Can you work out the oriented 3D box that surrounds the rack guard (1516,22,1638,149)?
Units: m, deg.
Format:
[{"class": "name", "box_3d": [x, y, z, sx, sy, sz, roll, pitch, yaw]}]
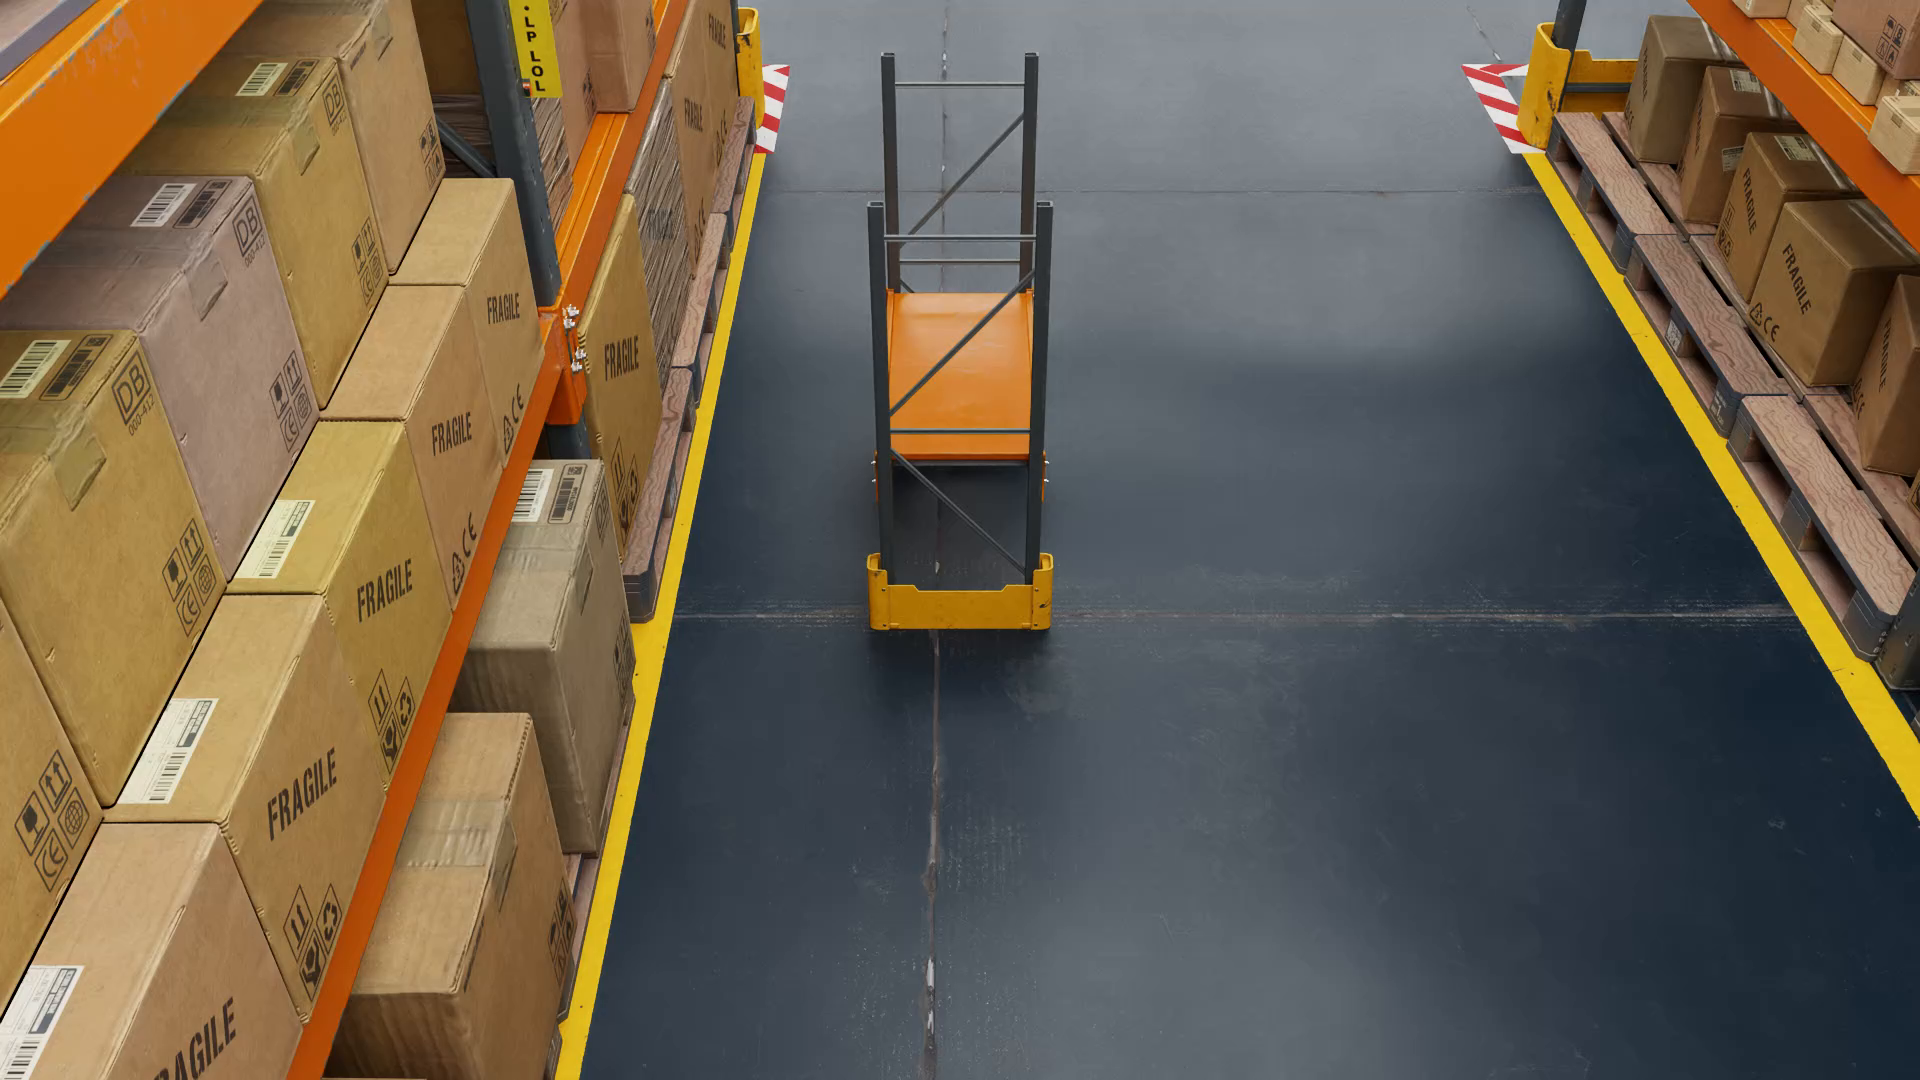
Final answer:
[{"class": "rack guard", "box_3d": [3.379, -2.215, 8.115, 1.175, 0.500, 0.348, 0, 39, 0]}]

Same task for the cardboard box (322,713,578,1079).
[{"class": "cardboard box", "box_3d": [-1.488, 0.909, 3.681, 1.050, 0.750, 0.750, 0, 39, 0]}]

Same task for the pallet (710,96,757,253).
[{"class": "pallet", "box_3d": [-1.502, -1.710, 7.715, 1.003, 0.211, 1.213, 0, 39, 0]}]

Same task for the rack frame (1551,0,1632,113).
[{"class": "rack frame", "box_3d": [3.379, -3.238, 7.392, 1.000, 3.000, 0.127, 0, 39, 0]}]

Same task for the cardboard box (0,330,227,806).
[{"class": "cardboard box", "box_3d": [-1.568, 0.038, 2.424, 0.700, 0.500, 0.500, 0, 39, 0]}]

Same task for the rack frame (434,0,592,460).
[{"class": "rack frame", "box_3d": [-1.576, -0.797, 4.345, 1.000, 3.000, 0.127, 0, 39, 0]}]

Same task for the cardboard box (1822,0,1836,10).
[{"class": "cardboard box", "box_3d": [3.419, -2.112, 5.668, 0.875, 0.500, 0.500, 0, 39, 0]}]

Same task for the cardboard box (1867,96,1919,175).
[{"class": "cardboard box", "box_3d": [3.047, -1.242, 5.102, 0.380, 0.149, 0.250, 0, 39, 0]}]

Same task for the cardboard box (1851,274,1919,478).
[{"class": "cardboard box", "box_3d": [3.415, -0.534, 5.681, 0.500, 0.500, 0.500, 12, 40, 14]}]

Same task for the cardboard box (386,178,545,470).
[{"class": "cardboard box", "box_3d": [-1.308, -0.510, 3.907, 0.500, 0.500, 0.500, 0, 39, 0]}]

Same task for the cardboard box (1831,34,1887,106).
[{"class": "cardboard box", "box_3d": [3.138, -1.555, 5.493, 0.380, 0.149, 0.250, 0, 39, 0]}]

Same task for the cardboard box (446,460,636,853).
[{"class": "cardboard box", "box_3d": [-1.485, 0.305, 4.433, 1.050, 0.750, 0.750, 0, 39, 0]}]

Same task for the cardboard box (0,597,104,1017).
[{"class": "cardboard box", "box_3d": [-1.567, 0.358, 2.025, 0.700, 0.500, 0.500, -1, 39, -1]}]

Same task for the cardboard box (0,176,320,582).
[{"class": "cardboard box", "box_3d": [-1.567, -0.278, 2.818, 0.700, 0.500, 0.500, 0, 39, 0]}]

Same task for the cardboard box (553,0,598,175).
[{"class": "cardboard box", "box_3d": [-1.612, -1.430, 5.016, 0.875, 0.550, 0.550, 0, 39, 0]}]

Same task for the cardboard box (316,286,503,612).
[{"class": "cardboard box", "box_3d": [-1.308, -0.194, 3.513, 0.500, 0.500, 0.500, 0, 39, -1]}]

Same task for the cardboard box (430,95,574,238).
[{"class": "cardboard box", "box_3d": [-1.588, -1.086, 4.586, 0.875, 0.550, 0.550, 0, 39, 0]}]

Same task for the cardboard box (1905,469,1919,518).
[{"class": "cardboard box", "box_3d": [3.424, -0.176, 5.234, 0.500, 0.500, 0.500, -1, 39, -1]}]

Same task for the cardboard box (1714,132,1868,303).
[{"class": "cardboard box", "box_3d": [3.380, -1.271, 6.601, 0.500, 0.500, 0.500, 3, 39, 4]}]

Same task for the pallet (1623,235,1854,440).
[{"class": "pallet", "box_3d": [3.344, -0.834, 6.622, 1.003, 0.211, 1.213, 0, 39, 0]}]

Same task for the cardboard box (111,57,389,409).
[{"class": "cardboard box", "box_3d": [-1.567, -0.594, 3.213, 0.700, 0.500, 0.500, -1, 39, -1]}]

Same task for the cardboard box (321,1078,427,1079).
[{"class": "cardboard box", "box_3d": [-1.487, 1.491, 2.954, 1.050, 0.750, 0.750, 1, 39, 1]}]

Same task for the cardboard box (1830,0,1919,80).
[{"class": "cardboard box", "box_3d": [3.379, -1.799, 5.278, 0.875, 0.500, 0.500, 0, 39, 0]}]

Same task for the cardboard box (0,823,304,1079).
[{"class": "cardboard box", "box_3d": [-1.306, 0.751, 2.334, 0.500, 0.500, 0.500, 0, 39, 0]}]

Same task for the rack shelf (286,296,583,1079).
[{"class": "rack shelf", "box_3d": [-1.574, 0.735, 3.010, 1.077, 0.370, 4.000, 0, 39, 0]}]

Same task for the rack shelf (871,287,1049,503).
[{"class": "rack shelf", "box_3d": [0.000, -0.498, 5.460, 0.538, 0.185, 1.000, 0, 39, 0]}]

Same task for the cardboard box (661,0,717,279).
[{"class": "cardboard box", "box_3d": [-1.511, -1.659, 6.784, 0.875, 0.875, 0.875, -1, 39, -1]}]

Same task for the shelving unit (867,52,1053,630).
[{"class": "shelving unit", "box_3d": [0.000, -0.633, 5.340, 0.587, 1.500, 1.083, 0, 39, 0]}]

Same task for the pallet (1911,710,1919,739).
[{"class": "pallet", "box_3d": [3.386, 0.838, 4.536, 1.003, 0.211, 1.213, 0, 39, 0]}]

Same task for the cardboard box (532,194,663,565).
[{"class": "cardboard box", "box_3d": [-1.507, -0.525, 5.369, 0.875, 0.875, 0.875, 1, 39, 1]}]

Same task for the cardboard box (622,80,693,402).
[{"class": "cardboard box", "box_3d": [-1.512, -1.088, 6.073, 0.875, 0.875, 0.875, 0, 39, 0]}]

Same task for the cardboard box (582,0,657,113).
[{"class": "cardboard box", "box_3d": [-1.495, -1.768, 5.437, 0.875, 0.550, 0.550, 0, 39, 0]}]

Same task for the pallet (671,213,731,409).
[{"class": "pallet", "box_3d": [-1.503, -0.949, 6.765, 1.003, 0.211, 1.213, 0, 39, 0]}]

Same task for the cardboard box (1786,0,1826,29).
[{"class": "cardboard box", "box_3d": [3.179, -1.868, 5.883, 0.380, 0.149, 0.250, 0, 39, 0]}]

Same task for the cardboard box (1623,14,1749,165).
[{"class": "cardboard box", "box_3d": [3.363, -2.036, 7.555, 0.500, 0.500, 0.500, 7, 39, 8]}]

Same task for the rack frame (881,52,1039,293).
[{"class": "rack frame", "box_3d": [-0.001, -0.957, 5.744, 0.500, 1.500, 0.032, 0, 39, 0]}]

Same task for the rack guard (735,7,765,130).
[{"class": "rack guard", "box_3d": [-1.581, -2.338, 8.267, 1.175, 0.500, 0.348, 0, 39, 0]}]

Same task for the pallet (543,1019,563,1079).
[{"class": "pallet", "box_3d": [-1.496, 1.539, 3.661, 1.003, 0.211, 1.213, 0, 39, 0]}]

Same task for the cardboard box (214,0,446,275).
[{"class": "cardboard box", "box_3d": [-1.570, -0.915, 3.614, 0.700, 0.500, 0.500, -1, 39, -1]}]

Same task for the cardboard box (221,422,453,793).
[{"class": "cardboard box", "box_3d": [-1.307, 0.122, 3.119, 0.500, 0.500, 0.500, 0, 39, 0]}]

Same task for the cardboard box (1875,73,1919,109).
[{"class": "cardboard box", "box_3d": [3.179, -1.399, 5.298, 0.380, 0.149, 0.250, 0, 39, 0]}]

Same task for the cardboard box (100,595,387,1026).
[{"class": "cardboard box", "box_3d": [-1.304, 0.440, 2.722, 0.500, 0.500, 0.500, 0, 39, -1]}]

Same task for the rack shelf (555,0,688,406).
[{"class": "rack shelf", "box_3d": [-1.578, -1.767, 6.131, 1.077, 0.370, 4.000, 0, 39, 0]}]

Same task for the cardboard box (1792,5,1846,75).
[{"class": "cardboard box", "box_3d": [3.103, -1.711, 5.688, 0.380, 0.149, 0.250, 0, 39, 0]}]

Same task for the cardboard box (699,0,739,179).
[{"class": "cardboard box", "box_3d": [-1.514, -2.209, 7.471, 0.875, 0.875, 0.875, 0, 39, 0]}]

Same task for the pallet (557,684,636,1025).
[{"class": "pallet", "box_3d": [-1.500, 0.774, 4.615, 1.003, 0.211, 1.213, 0, 39, 0]}]

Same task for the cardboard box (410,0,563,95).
[{"class": "cardboard box", "box_3d": [-1.542, -1.507, 4.249, 0.875, 0.550, 0.550, 0, 39, 0]}]

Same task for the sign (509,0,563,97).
[{"class": "sign", "box_3d": [-1.033, -1.224, 4.016, 0.100, 0.325, 0.005, 0, 39, 0]}]

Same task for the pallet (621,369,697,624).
[{"class": "pallet", "box_3d": [-1.499, -0.184, 5.811, 1.003, 0.211, 1.213, 0, 39, 0]}]

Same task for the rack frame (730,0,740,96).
[{"class": "rack frame", "box_3d": [-1.581, -3.298, 7.467, 1.000, 3.000, 0.127, 0, 39, 0]}]

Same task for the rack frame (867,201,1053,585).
[{"class": "rack frame", "box_3d": [0.000, -0.321, 4.951, 0.500, 1.500, 0.032, 0, 39, 0]}]

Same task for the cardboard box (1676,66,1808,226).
[{"class": "cardboard box", "box_3d": [3.398, -1.663, 7.089, 0.500, 0.500, 0.500, 10, 40, 12]}]

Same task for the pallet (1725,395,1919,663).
[{"class": "pallet", "box_3d": [3.348, -0.069, 5.667, 1.003, 0.211, 1.213, 0, 39, 0]}]

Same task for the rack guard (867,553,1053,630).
[{"class": "rack guard", "box_3d": [0.000, 0.166, 5.343, 0.587, 0.250, 0.087, 0, 39, 0]}]

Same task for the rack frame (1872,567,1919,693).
[{"class": "rack frame", "box_3d": [3.384, -0.737, 4.271, 1.000, 3.000, 0.127, 0, 39, 0]}]

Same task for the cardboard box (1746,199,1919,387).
[{"class": "cardboard box", "box_3d": [3.336, -0.922, 6.165, 0.500, 0.500, 0.500, -3, 39, -4]}]

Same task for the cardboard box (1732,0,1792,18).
[{"class": "cardboard box", "box_3d": [3.046, -2.024, 6.078, 0.380, 0.149, 0.250, 0, 39, 0]}]

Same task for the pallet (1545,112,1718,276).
[{"class": "pallet", "box_3d": [3.345, -1.595, 7.571, 1.003, 0.211, 1.213, 0, 39, 0]}]
